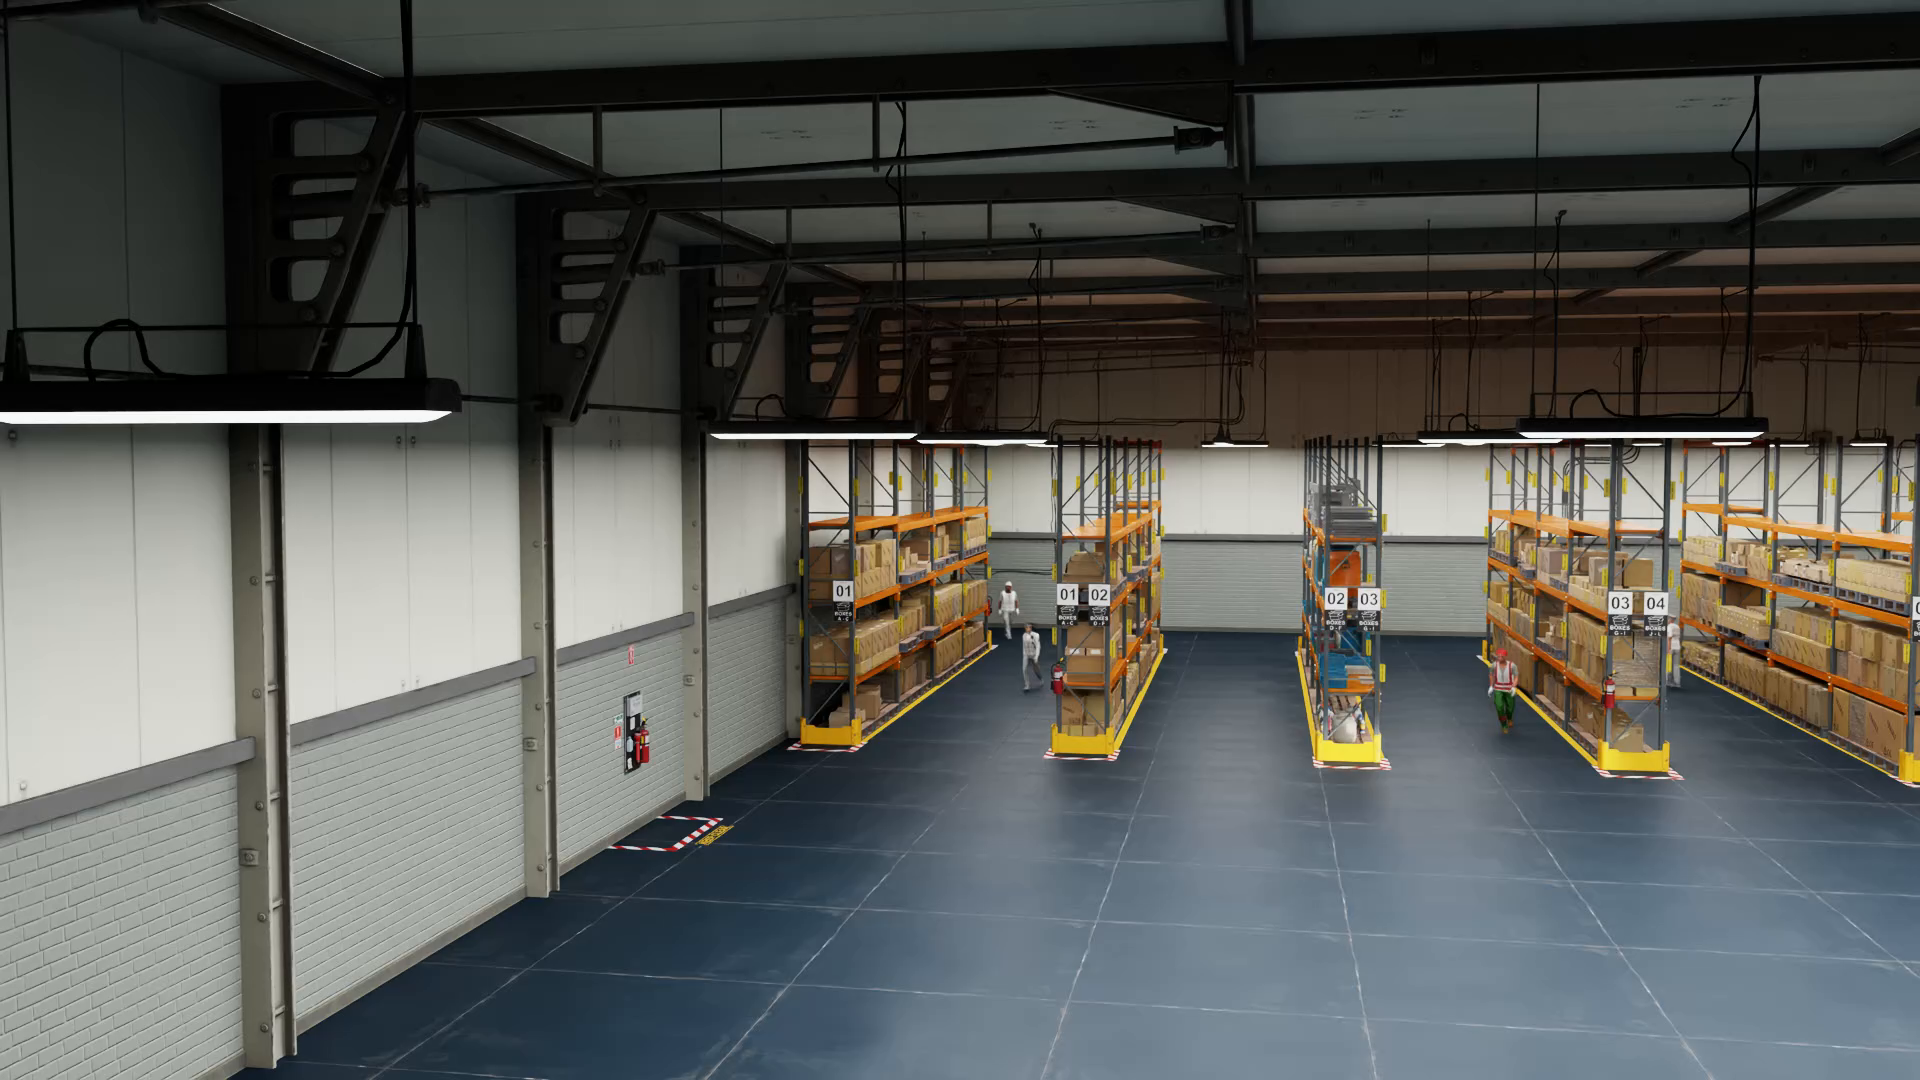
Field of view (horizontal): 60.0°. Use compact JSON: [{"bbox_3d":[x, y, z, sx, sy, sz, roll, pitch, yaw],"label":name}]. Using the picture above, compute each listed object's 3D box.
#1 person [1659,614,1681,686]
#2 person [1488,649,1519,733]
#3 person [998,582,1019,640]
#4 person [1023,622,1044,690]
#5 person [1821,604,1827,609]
[{"bbox_3d":[17.228,2.694,40.200,0.549,1.815,0.551,-1,3,-12],"label":"person"},{"bbox_3d":[11.066,3.046,33.866,0.592,1.698,0.796,1,3,22],"label":"person"},{"bbox_3d":[1.470,2.123,50.275,0.564,1.724,1.136,-1,3,-17],"label":"person"},{"bbox_3d":[1.705,2.760,39.785,0.484,1.609,0.909,1,3,22],"label":"person"},{"bbox_3d":[23.416,2.479,45.025,0.463,1.583,0.433,1,3,15],"label":"person"}]
